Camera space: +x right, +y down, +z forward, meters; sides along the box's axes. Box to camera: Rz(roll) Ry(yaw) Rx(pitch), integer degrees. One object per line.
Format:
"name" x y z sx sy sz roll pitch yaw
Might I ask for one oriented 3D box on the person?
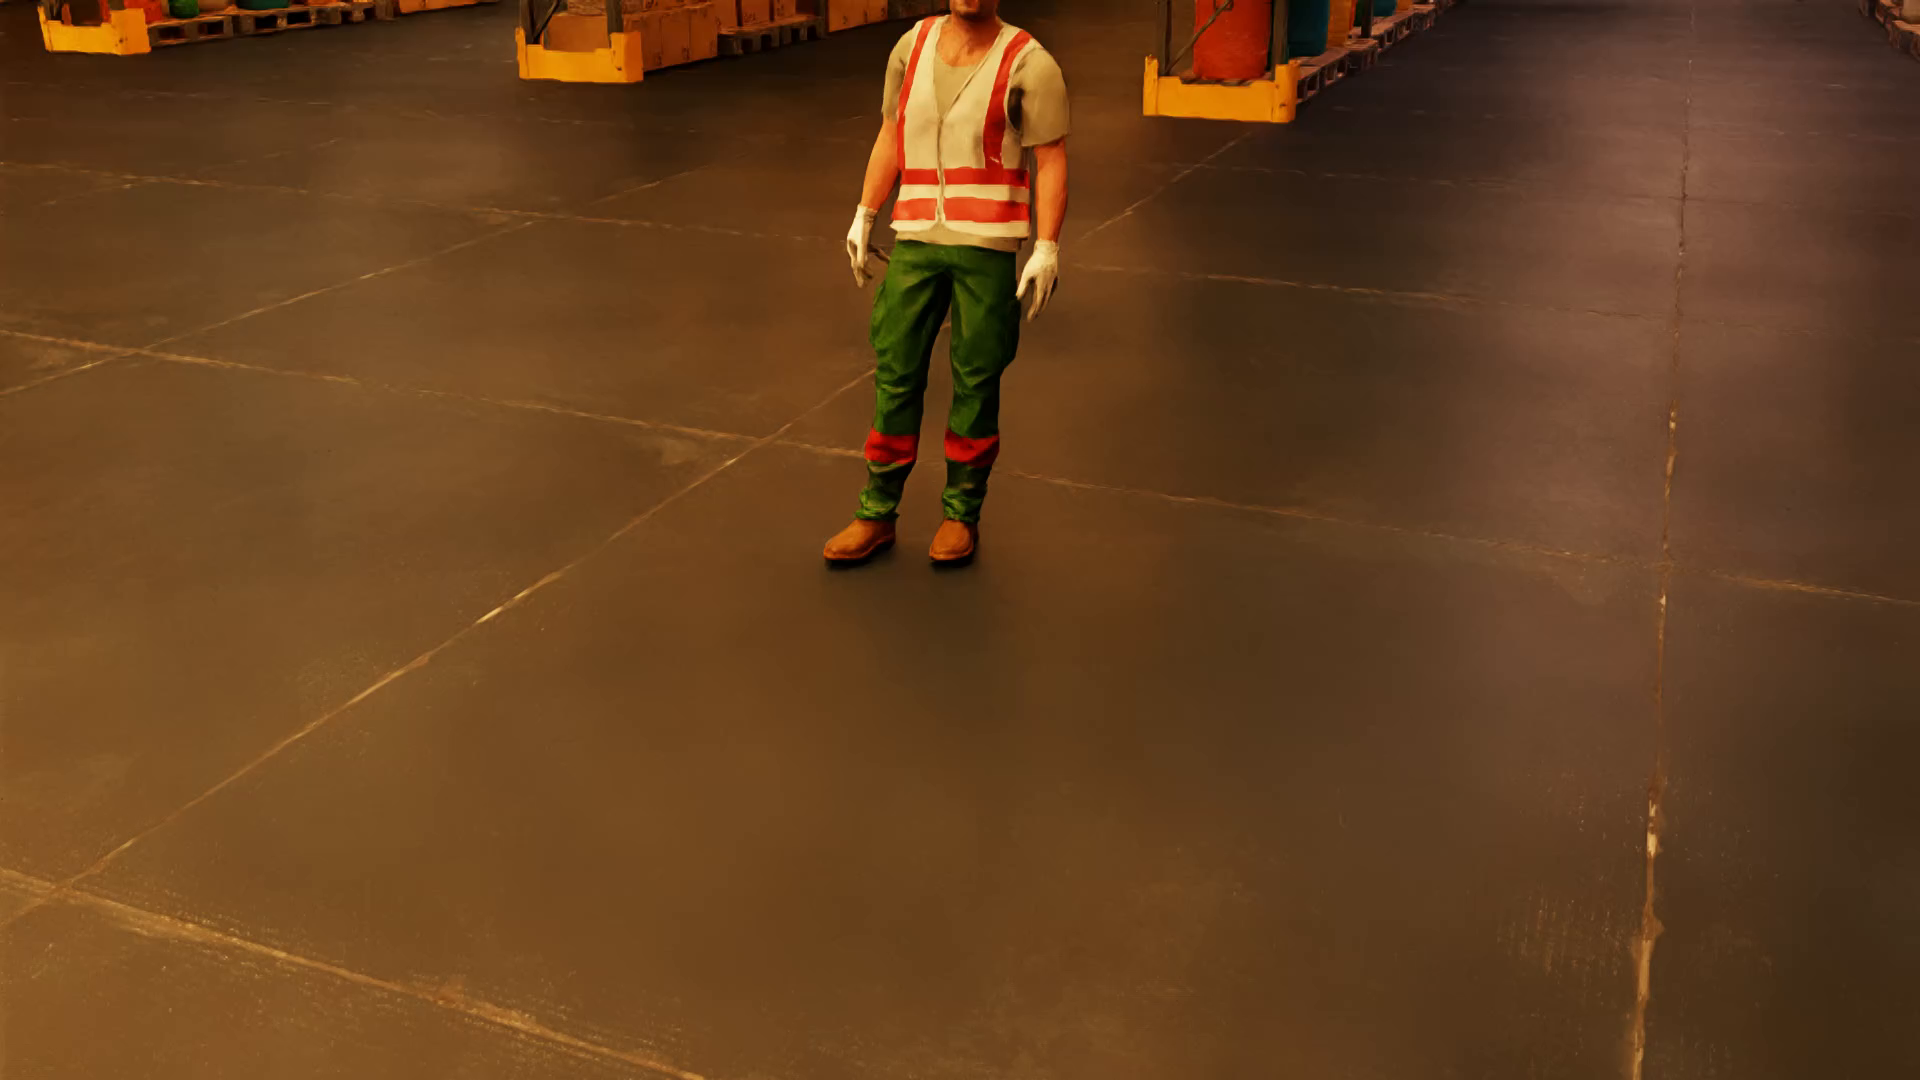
"person" -0.041 -0.805 4.681 0.637 1.787 0.563 9 24 21
